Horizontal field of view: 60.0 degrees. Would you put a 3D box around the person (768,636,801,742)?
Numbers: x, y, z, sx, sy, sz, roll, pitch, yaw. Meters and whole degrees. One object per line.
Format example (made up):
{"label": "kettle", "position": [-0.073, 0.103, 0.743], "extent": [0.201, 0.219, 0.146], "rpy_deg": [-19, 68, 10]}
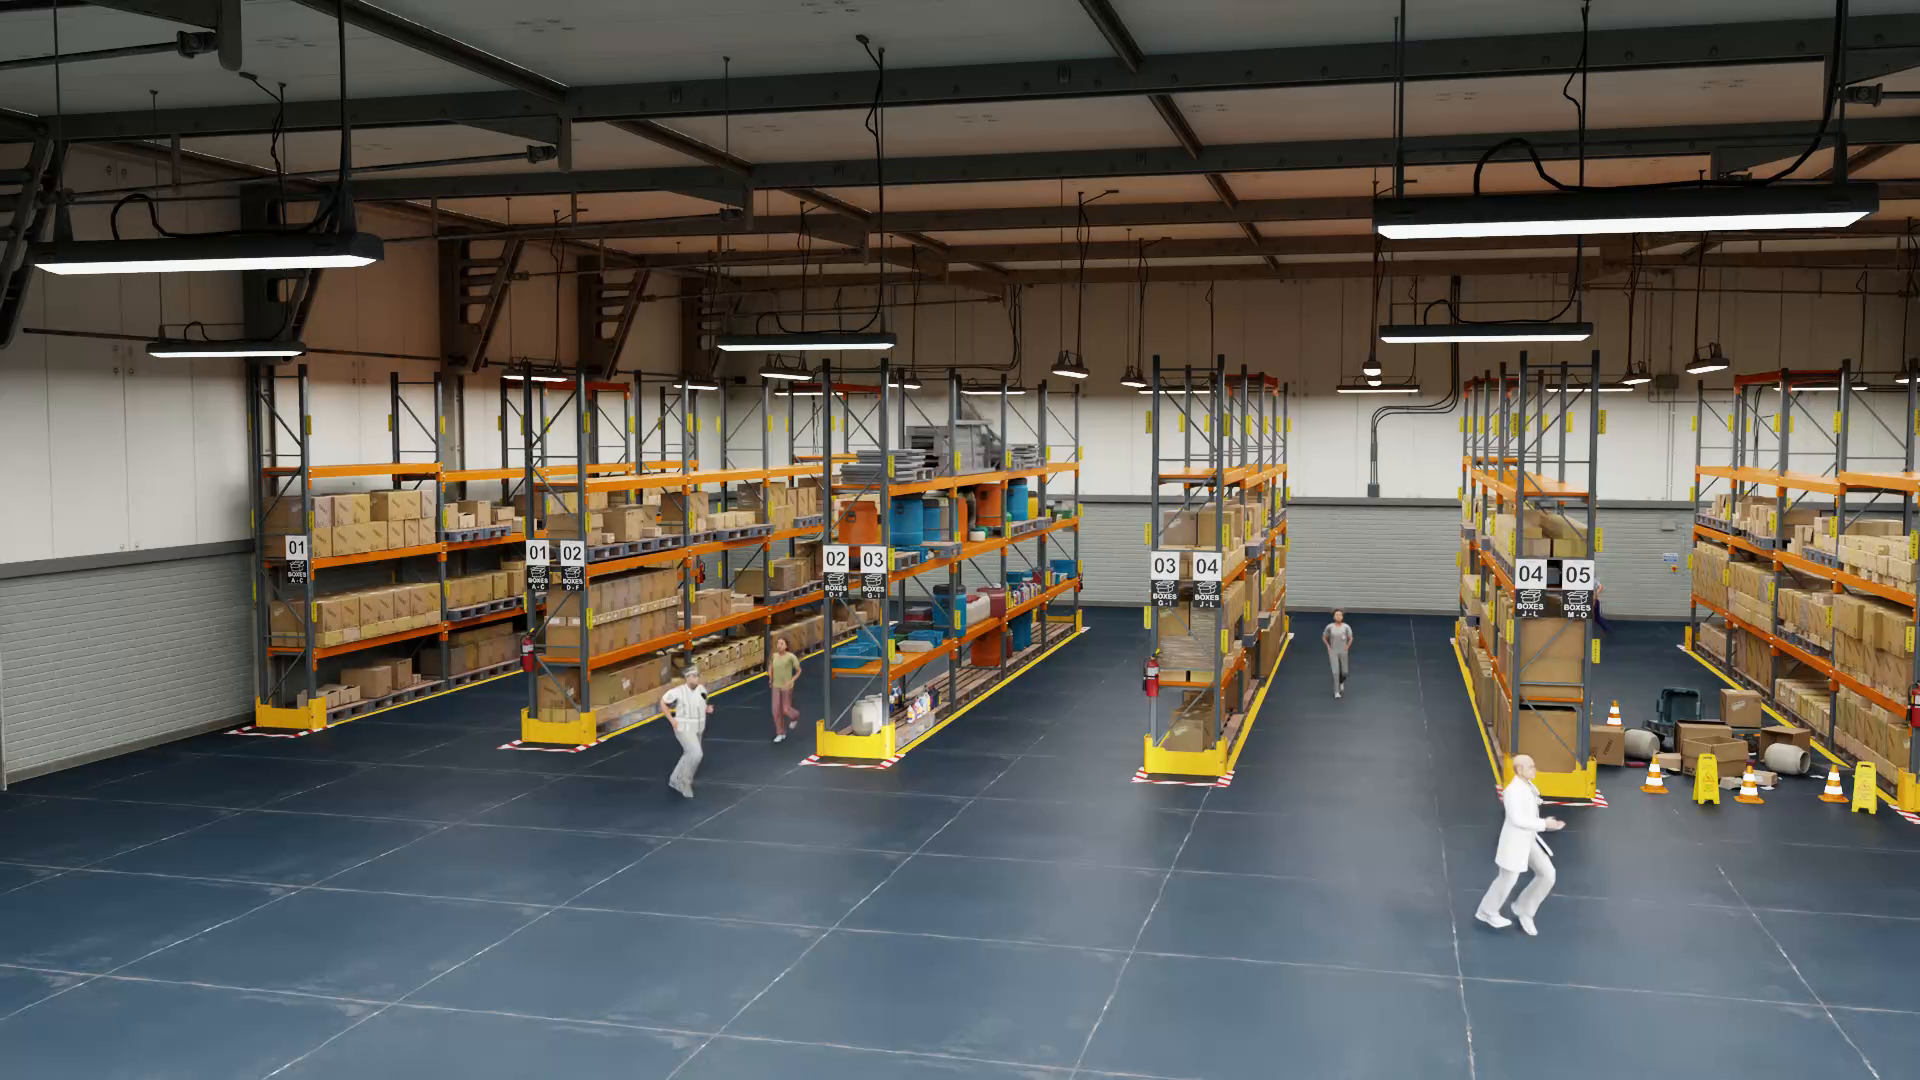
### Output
{"label": "person", "position": [-2.808, 2.355, 26.616], "extent": [0.588, 1.655, 0.771], "rpy_deg": [1, 4, 17]}

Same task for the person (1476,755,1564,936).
{"label": "person", "position": [5.519, 2.998, 16.316], "extent": [0.852, 1.807, 0.668], "rpy_deg": [4, 5, 44]}

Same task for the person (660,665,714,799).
{"label": "person", "position": [-3.658, 2.584, 22.488], "extent": [0.780, 1.808, 0.643], "rpy_deg": [3, 5, 35]}

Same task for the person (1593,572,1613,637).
{"label": "person", "position": [14.760, 1.526, 38.733], "extent": [0.881, 1.686, 0.611], "rpy_deg": [1, 4, 20]}

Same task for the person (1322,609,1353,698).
{"label": "person", "position": [6.950, 2.078, 30.629], "extent": [0.561, 1.616, 0.594], "rpy_deg": [1, 4, 8]}
